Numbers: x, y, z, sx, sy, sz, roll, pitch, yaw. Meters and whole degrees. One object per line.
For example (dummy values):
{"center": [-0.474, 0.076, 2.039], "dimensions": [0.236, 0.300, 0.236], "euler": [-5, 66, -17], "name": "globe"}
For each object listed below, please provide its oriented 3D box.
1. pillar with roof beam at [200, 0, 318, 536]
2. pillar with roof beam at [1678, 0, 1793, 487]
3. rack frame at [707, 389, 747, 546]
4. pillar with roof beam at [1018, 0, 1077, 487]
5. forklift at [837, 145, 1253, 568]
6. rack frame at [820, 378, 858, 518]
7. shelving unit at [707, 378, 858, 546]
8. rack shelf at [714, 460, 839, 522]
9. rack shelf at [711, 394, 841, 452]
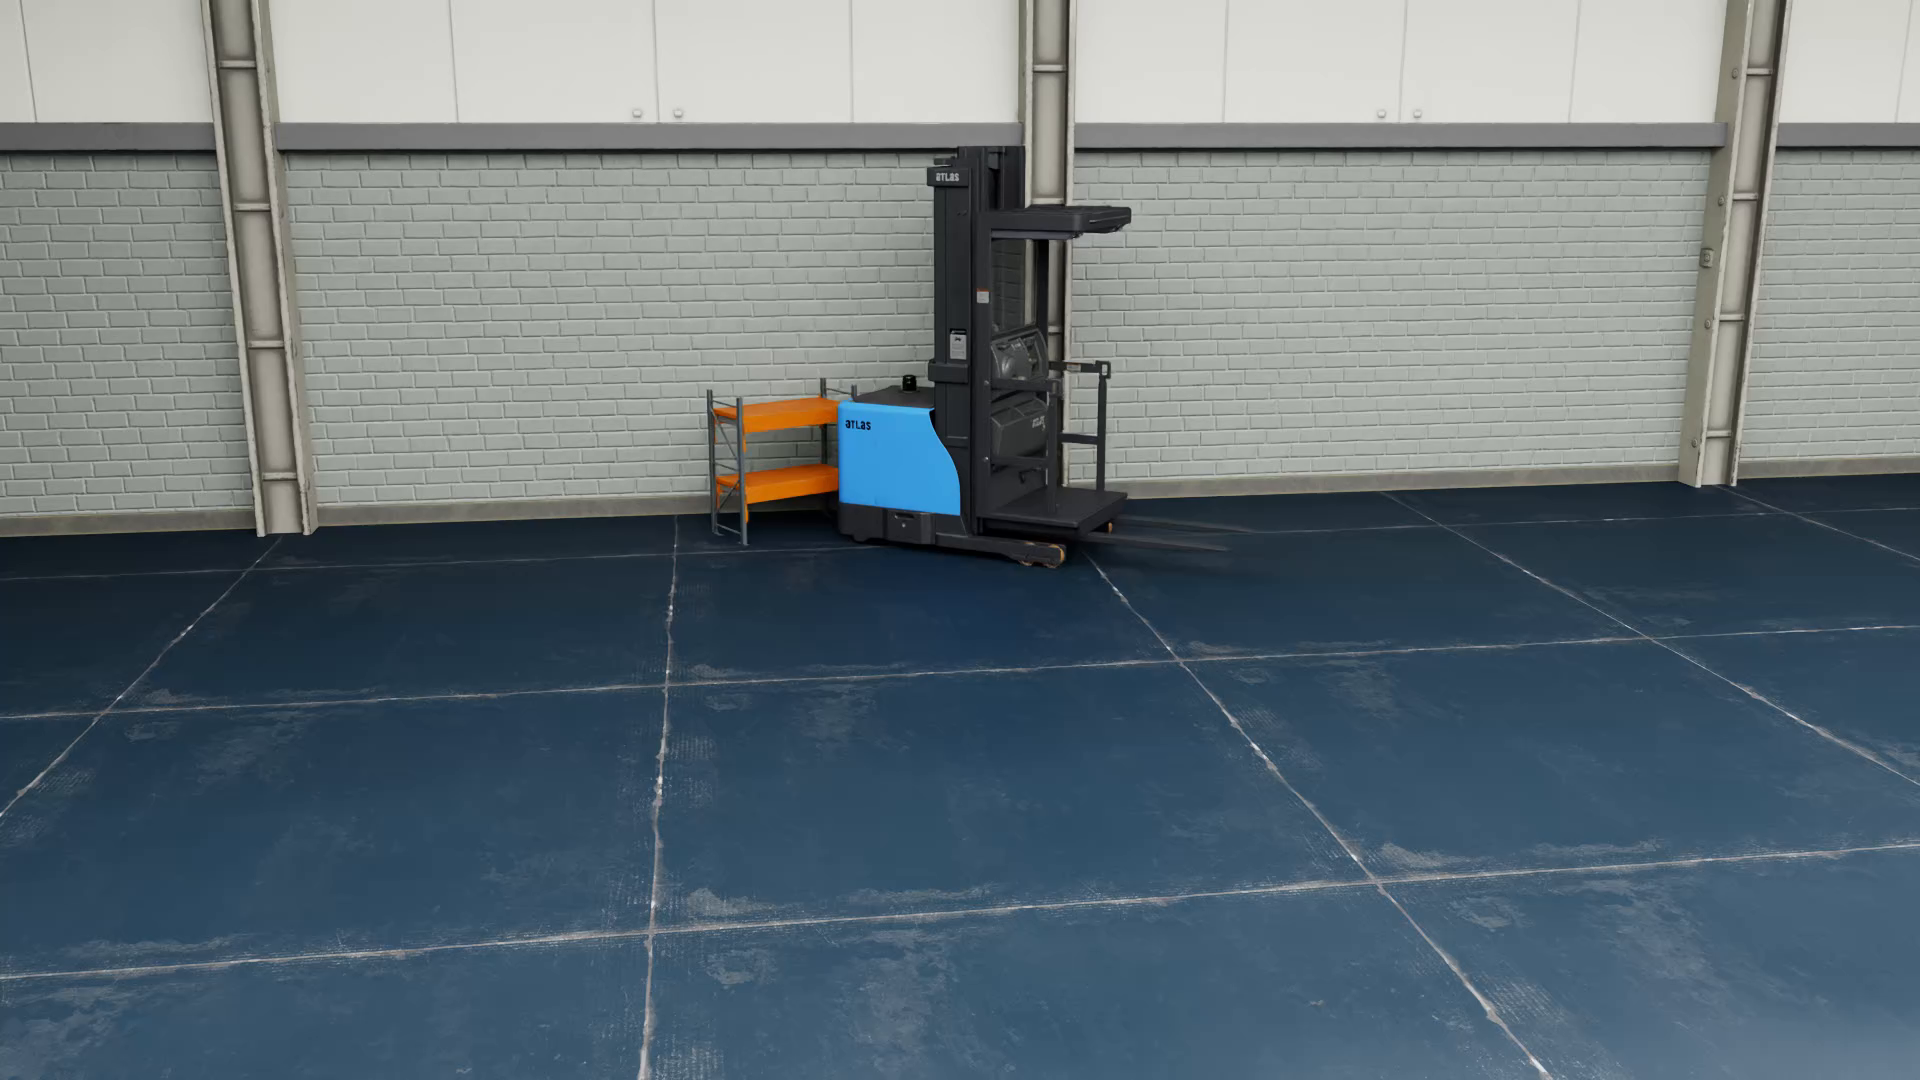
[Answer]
{"center": [-4.612, -3.401, 7.783], "dimensions": [0.400, 9.000, 9.100], "euler": [-2, 14, -8], "name": "pillar with roof beam"}
{"center": [7.254, -3.836, 9.517], "dimensions": [0.400, 9.000, 9.100], "euler": [-2, 14, -8], "name": "pillar with roof beam"}
{"center": [-1.769, -0.553, 12.613], "dimensions": [0.032, 1.125, 0.500], "euler": [-10, 17, -35], "name": "rack frame"}
{"center": [1.321, -3.618, 8.650], "dimensions": [0.400, 9.000, 9.100], "euler": [-2, 14, -8], "name": "pillar with roof beam"}
{"center": [0.624, -1.365, 12.140], "dimensions": [3.031, 2.935, 1.130], "euler": [7, 16, 24], "name": "forklift"}
{"center": [-0.955, -0.701, 13.203], "dimensions": [0.032, 1.125, 0.500], "euler": [-10, 17, -35], "name": "rack frame"}
{"center": [-1.362, -0.627, 12.908], "dimensions": [1.048, 1.125, 0.538], "euler": [-10, 17, -35], "name": "shelving unit"}
{"center": [-1.362, -0.389, 12.967], "dimensions": [1.000, 0.278, 0.538], "euler": [-10, 17, -35], "name": "rack shelf"}
{"center": [-1.362, -0.910, 12.837], "dimensions": [1.000, 0.278, 0.538], "euler": [-10, 17, -35], "name": "rack shelf"}
